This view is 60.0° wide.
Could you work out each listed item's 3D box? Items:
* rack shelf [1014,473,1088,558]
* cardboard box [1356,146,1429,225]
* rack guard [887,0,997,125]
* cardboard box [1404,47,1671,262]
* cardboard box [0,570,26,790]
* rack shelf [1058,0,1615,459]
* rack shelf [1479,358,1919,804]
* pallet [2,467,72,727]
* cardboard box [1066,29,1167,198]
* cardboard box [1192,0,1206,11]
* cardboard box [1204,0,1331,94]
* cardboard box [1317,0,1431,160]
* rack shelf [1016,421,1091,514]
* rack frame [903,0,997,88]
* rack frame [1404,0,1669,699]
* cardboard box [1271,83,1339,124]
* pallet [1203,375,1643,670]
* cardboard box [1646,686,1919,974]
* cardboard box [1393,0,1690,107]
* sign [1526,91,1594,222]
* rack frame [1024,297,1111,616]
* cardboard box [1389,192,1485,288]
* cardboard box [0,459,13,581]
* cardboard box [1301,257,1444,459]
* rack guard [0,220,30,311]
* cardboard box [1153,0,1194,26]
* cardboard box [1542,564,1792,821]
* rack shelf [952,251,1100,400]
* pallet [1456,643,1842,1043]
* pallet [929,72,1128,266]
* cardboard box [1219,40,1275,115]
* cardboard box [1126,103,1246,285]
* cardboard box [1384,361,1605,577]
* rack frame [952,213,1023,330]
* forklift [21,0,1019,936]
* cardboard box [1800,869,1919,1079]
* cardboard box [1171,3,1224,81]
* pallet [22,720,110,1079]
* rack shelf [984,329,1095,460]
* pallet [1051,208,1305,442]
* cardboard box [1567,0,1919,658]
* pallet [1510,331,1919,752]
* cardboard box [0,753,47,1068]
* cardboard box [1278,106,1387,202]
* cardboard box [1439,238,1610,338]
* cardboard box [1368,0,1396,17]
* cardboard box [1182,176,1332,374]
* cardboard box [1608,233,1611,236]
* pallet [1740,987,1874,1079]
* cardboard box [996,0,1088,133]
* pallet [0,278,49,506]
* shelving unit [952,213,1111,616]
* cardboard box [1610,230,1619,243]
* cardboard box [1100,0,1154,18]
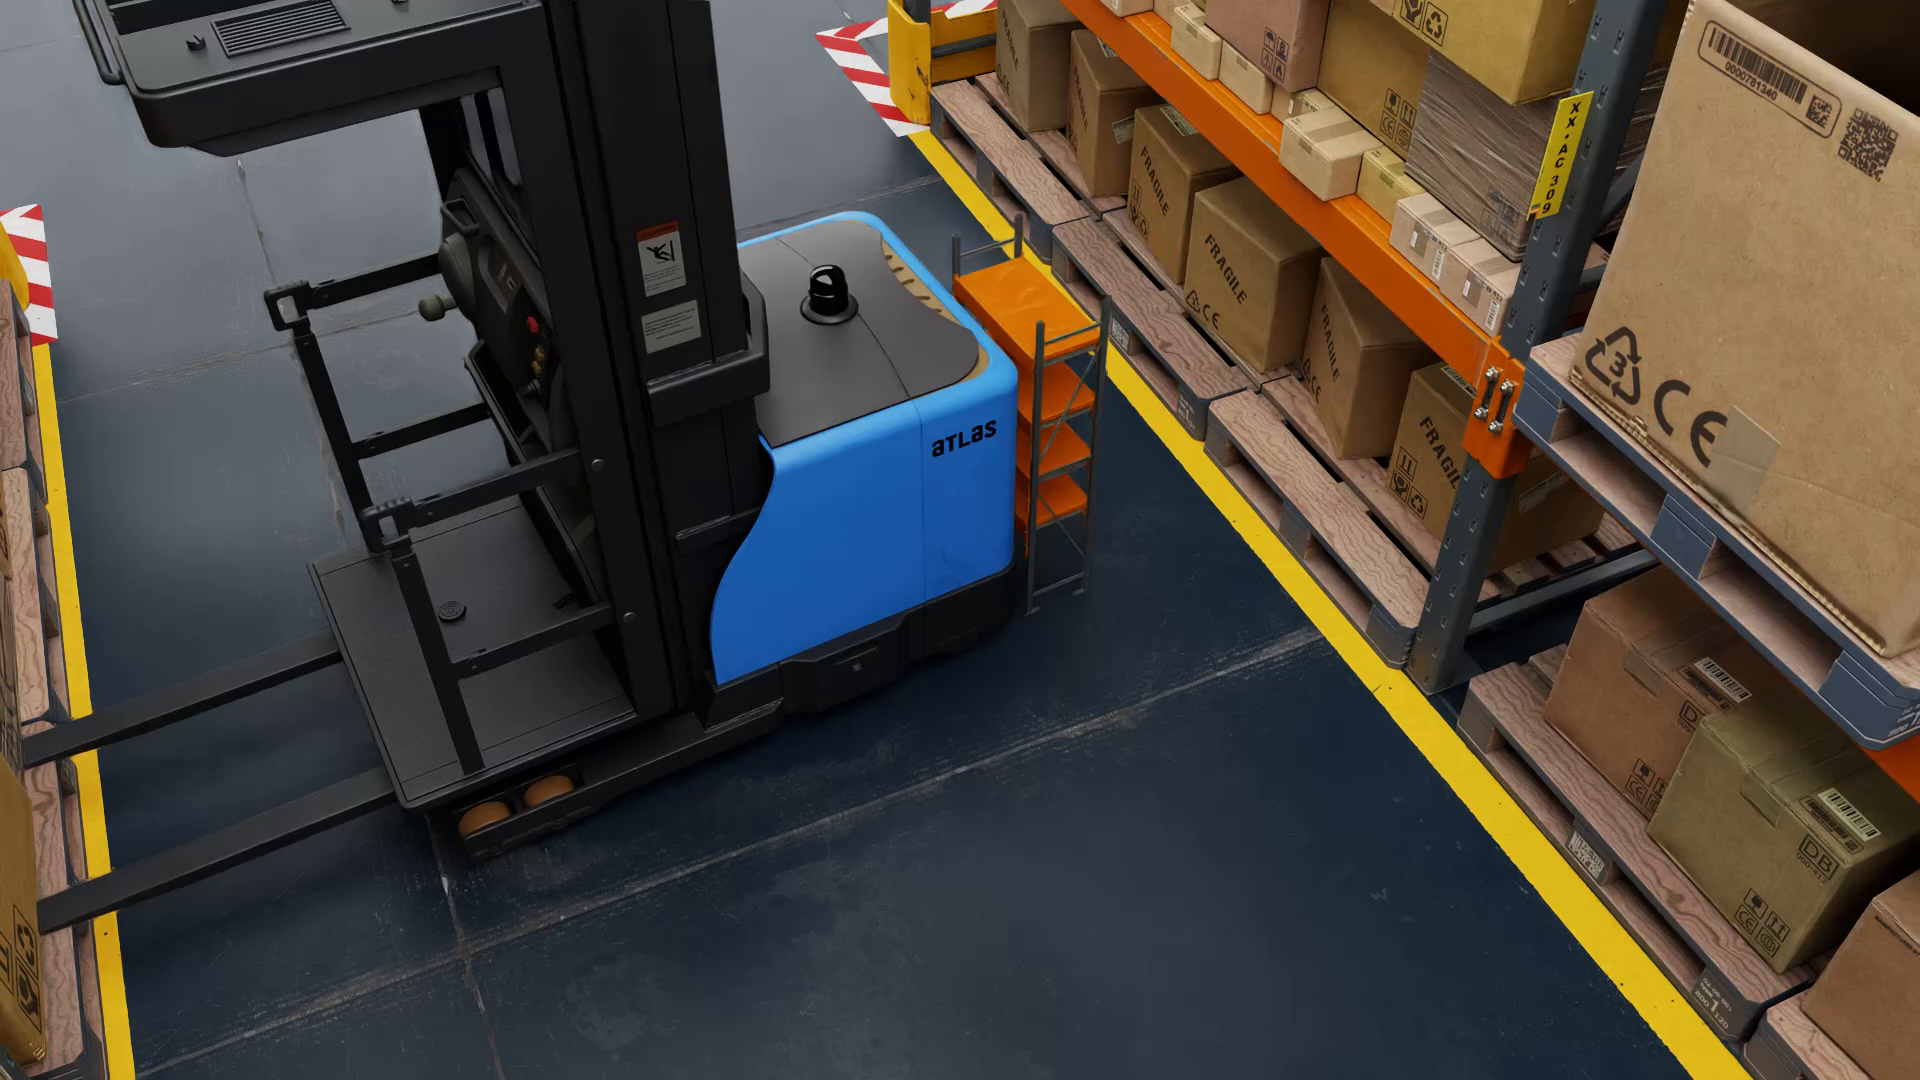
[{"bbox_3d":[0.203,-0.182,5.458,0.258,0.148,0.480,-21,48,-20],"label":"rack shelf"},{"bbox_3d":[1.396,-1.055,4.862,0.380,0.149,0.250,-18,47,-17],"label":"cardboard box"},{"bbox_3d":[0.250,-2.366,7.792,1.175,0.500,0.348,-18,47,-17],"label":"rack guard"},{"bbox_3d":[1.767,-1.202,4.549,0.875,0.500,0.500,-18,47,-17],"label":"cardboard box"},{"bbox_3d":[-3.226,0.257,4.567,0.875,0.875,0.875,-18,47,-17],"label":"cardboard box"},{"bbox_3d":[1.059,-1.774,5.924,1.077,0.370,4.000,-18,47,-17],"label":"rack shelf"},{"bbox_3d":[2.741,0.776,3.341,1.077,0.370,4.000,-18,47,-17],"label":"rack shelf"},{"bbox_3d":[-3.408,0.352,5.243,1.003,0.211,1.213,-18,47,-17],"label":"pallet"},{"bbox_3d":[0.748,-1.790,6.909,0.500,0.500,0.500,-7,45,-7],"label":"cardboard box"},{"bbox_3d":[1.114,-2.150,5.511,0.875,0.500,0.500,-18,47,-17],"label":"cardboard box"},{"bbox_3d":[1.287,-1.819,5.175,0.875,0.500,0.500,-18,47,-17],"label":"cardboard box"},{"bbox_3d":[1.589,-1.531,4.883,0.875,0.500,0.500,-18,47,-17],"label":"cardboard box"},{"bbox_3d":[0.203,-0.323,5.319,0.258,0.148,0.480,-21,48,-20],"label":"rack shelf"},{"bbox_3d":[0.218,-3.304,6.963,1.000,3.000,0.127,-18,47,-17],"label":"rack frame"},{"bbox_3d":[1.900,-0.755,4.380,1.000,3.000,0.127,-18,47,-17],"label":"rack frame"},{"bbox_3d":[1.204,-1.380,5.191,0.380,0.149,0.250,-18,47,-17],"label":"cardboard box"},{"bbox_3d":[1.586,-0.180,5.782,1.003,0.211,1.213,-18,47,-17],"label":"pallet"},{"bbox_3d":[2.322,0.685,4.386,0.700,0.500,0.500,-18,47,-18],"label":"cardboard box"},{"bbox_3d":[1.461,-1.458,4.097,0.500,0.500,0.500,-18,47,-17],"label":"cardboard box"},{"bbox_3d":[1.411,-0.898,3.908,0.100,0.325,0.005,-18,47,-17],"label":"sign"},{"bbox_3d":[0.322,-0.221,5.120,0.240,1.200,0.015,-21,48,-20],"label":"rack frame"},{"bbox_3d":[1.446,-0.878,4.683,0.380,0.149,0.250,-18,47,-17],"label":"cardboard box"},{"bbox_3d":[-3.608,-0.324,5.157,0.875,0.875,0.875,-19,48,-18],"label":"cardboard box"},{"bbox_3d":[1.520,-0.644,5.748,0.500,0.500,0.500,-5,45,-5],"label":"cardboard box"},{"bbox_3d":[-4.335,-1.029,6.437,1.175,0.500,0.348,-18,47,-17],"label":"rack guard"},{"bbox_3d":[0.890,-1.858,5.676,0.380,0.149,0.250,-18,47,-17],"label":"cardboard box"},{"bbox_3d":[2.139,0.376,4.700,0.700,0.500,0.500,-22,49,-20],"label":"cardboard box"},{"bbox_3d":[0.203,-0.651,4.996,0.258,0.148,0.480,-21,48,-20],"label":"rack shelf"},{"bbox_3d":[2.229,0.733,4.857,1.003,0.211,1.213,-18,47,-17],"label":"pallet"},{"bbox_3d":[0.560,-1.735,7.358,1.003,0.211,1.213,-18,47,-17],"label":"pallet"},{"bbox_3d":[1.062,-1.527,5.341,0.380,0.149,0.250,-18,47,-17],"label":"cardboard box"},{"bbox_3d":[0.994,-1.386,6.499,0.500,0.500,0.500,-14,46,-14],"label":"cardboard box"},{"bbox_3d":[1.768,-0.281,5.380,0.500,0.500,0.500,-19,48,-19],"label":"cardboard box"},{"bbox_3d":[0.084,-0.520,5.423,0.240,1.200,0.015,-21,48,-20],"label":"rack frame"},{"bbox_3d":[-1.356,-0.552,4.223,3.031,2.935,1.130,-21,49,-20],"label":"forklift"},{"bbox_3d":[2.558,1.042,4.025,0.700,0.500,0.500,-22,49,-21],"label":"cardboard box"},{"bbox_3d":[0.926,-1.676,5.492,0.380,0.149,0.250,-18,47,-17],"label":"cardboard box"},{"bbox_3d":[-2.891,1.130,4.454,1.003,0.211,1.213,-18,47,-17],"label":"pallet"},{"bbox_3d":[0.203,-0.482,5.162,0.258,0.148,0.480,-21,48,-20],"label":"rack shelf"},{"bbox_3d":[1.069,-0.959,6.571,1.003,0.211,1.213,-18,47,-17],"label":"pallet"},{"bbox_3d":[2.107,-0.570,3.466,1.000,1.000,1.000,-18,47,-17],"label":"cardboard box"},{"bbox_3d":[2.089,-0.157,3.910,1.003,0.211,1.213,-18,47,-17],"label":"pallet"},{"bbox_3d":[-2.844,0.831,3.986,0.875,0.875,0.875,-17,47,-17],"label":"cardboard box"},{"bbox_3d":[1.190,-1.181,4.991,0.380,0.149,0.250,-18,47,-17],"label":"cardboard box"},{"bbox_3d":[1.543,-0.716,4.519,0.380,0.149,0.250,-18,47,-17],"label":"cardboard box"},{"bbox_3d":[1.250,-1.776,4.420,0.500,0.500,0.500,-18,47,-17],"label":"cardboard box"},{"bbox_3d":[1.188,-1.017,6.125,0.500,0.500,0.500,-22,49,-21],"label":"cardboard box"},{"bbox_3d":[1.989,-1.055,4.862,0.380,0.149,0.250,-18,47,-17],"label":"cardboard box"},{"bbox_3d":[2.746,1.512,4.068,1.003,0.211,1.213,-18,47,-17],"label":"pallet"},{"bbox_3d":[0.466,-2.161,7.285,0.500,0.500,0.500,-10,45,-10],"label":"cardboard box"},{"bbox_3d":[-3.917,-0.425,6.030,1.003,0.211,1.213,-18,47,-17],"label":"pallet"},{"bbox_3d":[0.203,-0.371,5.271,0.258,1.200,0.503,-21,48,-20],"label":"shelving unit"},{"bbox_3d":[2.083,-0.891,4.697,0.380,0.149,0.250,-18,47,-17],"label":"cardboard box"},{"bbox_3d":[0.664,-1.978,5.798,0.380,0.149,0.250,-18,47,-17],"label":"cardboard box"}]
